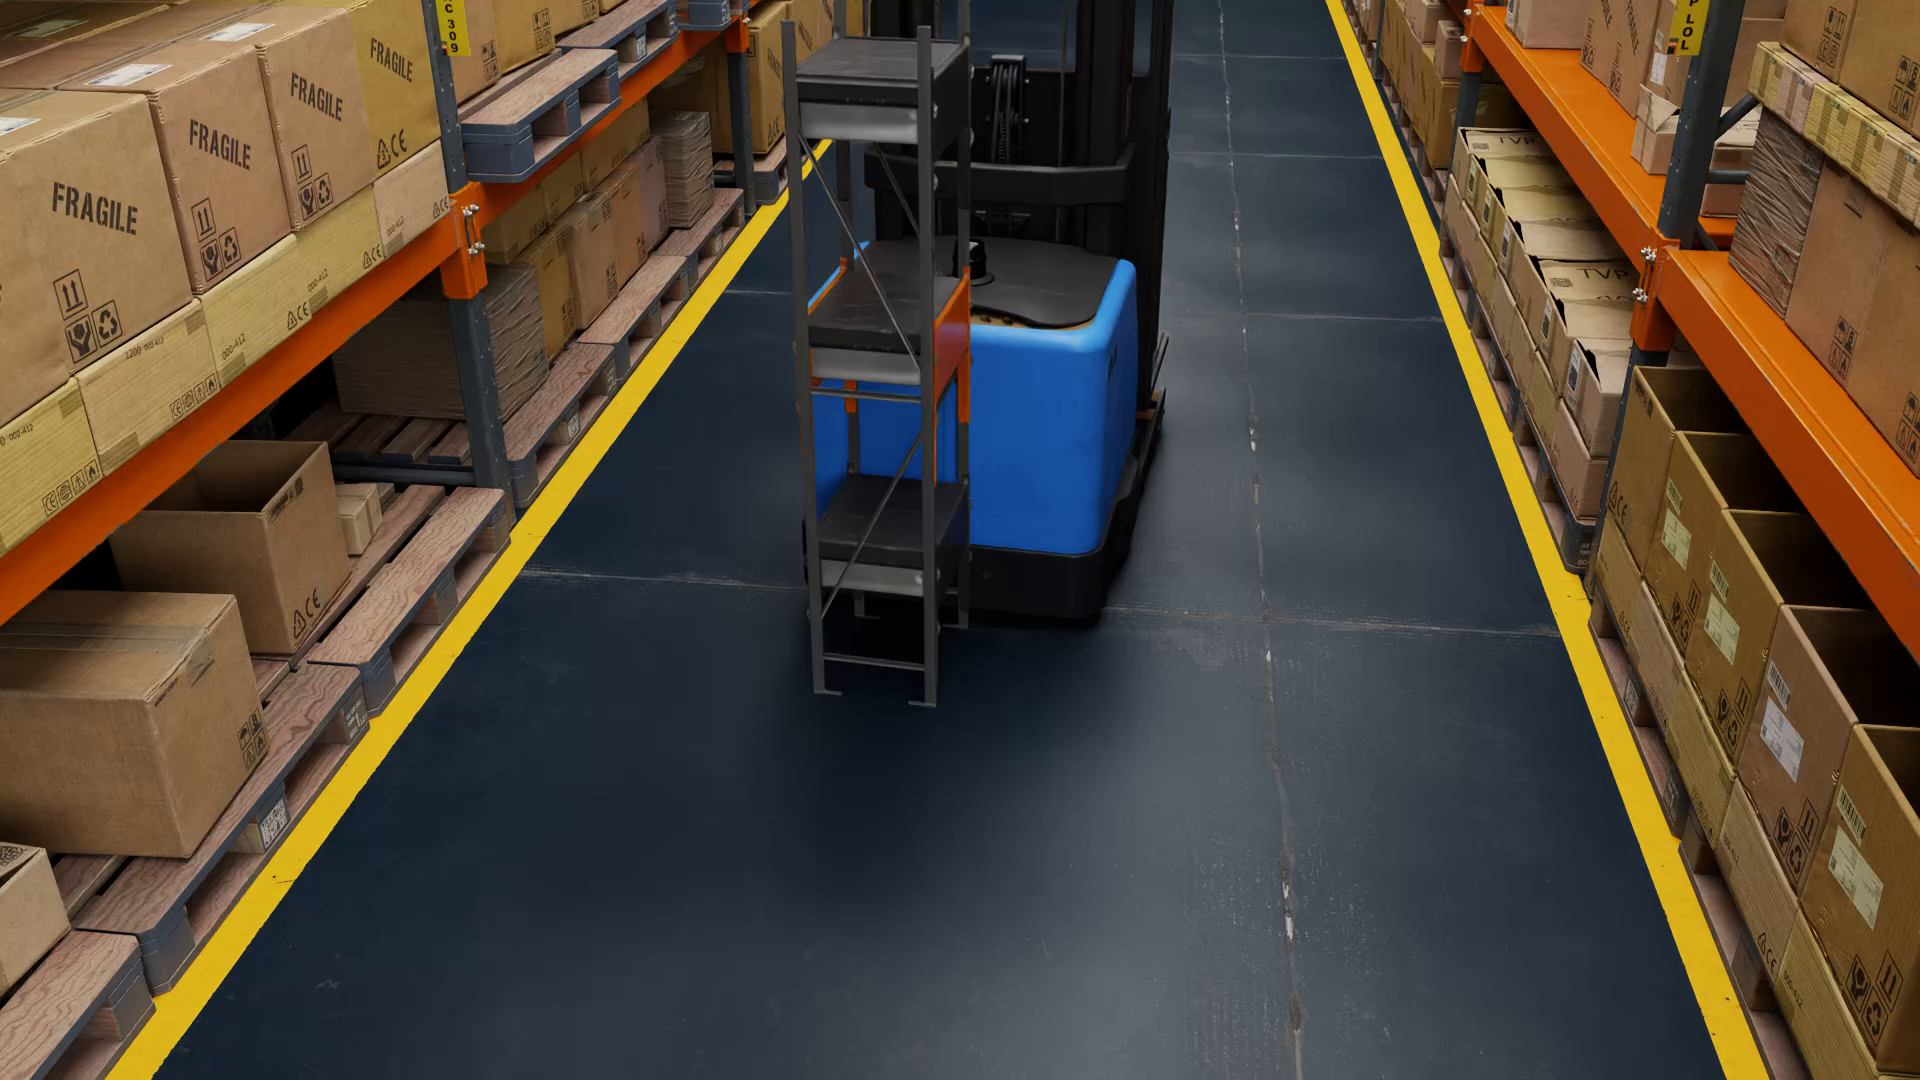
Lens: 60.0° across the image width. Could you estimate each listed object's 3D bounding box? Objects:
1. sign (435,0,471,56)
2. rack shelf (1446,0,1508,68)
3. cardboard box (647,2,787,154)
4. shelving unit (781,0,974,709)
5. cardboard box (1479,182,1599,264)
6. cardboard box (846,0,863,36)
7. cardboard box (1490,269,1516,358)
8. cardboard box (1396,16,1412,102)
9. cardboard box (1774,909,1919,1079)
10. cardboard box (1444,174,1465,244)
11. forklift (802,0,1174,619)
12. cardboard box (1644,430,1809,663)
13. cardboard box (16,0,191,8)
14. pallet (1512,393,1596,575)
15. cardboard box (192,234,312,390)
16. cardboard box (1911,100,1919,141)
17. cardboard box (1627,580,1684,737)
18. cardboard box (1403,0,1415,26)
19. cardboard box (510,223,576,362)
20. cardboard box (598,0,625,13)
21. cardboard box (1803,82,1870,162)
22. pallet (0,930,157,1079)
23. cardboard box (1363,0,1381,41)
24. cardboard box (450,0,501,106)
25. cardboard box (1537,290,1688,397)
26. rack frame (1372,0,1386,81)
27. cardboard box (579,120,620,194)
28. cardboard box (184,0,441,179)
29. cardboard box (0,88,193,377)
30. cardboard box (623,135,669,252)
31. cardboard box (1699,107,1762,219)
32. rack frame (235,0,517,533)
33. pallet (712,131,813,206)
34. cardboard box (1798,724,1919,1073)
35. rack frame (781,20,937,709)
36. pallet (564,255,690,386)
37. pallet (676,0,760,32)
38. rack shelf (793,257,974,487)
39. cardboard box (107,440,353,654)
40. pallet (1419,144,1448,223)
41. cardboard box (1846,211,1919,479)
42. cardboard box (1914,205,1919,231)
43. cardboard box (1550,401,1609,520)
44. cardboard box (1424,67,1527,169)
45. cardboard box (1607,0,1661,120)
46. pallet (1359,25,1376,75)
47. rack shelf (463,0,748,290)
[{"bbox_3d":[-1.662,-1.740,5.404,0.100,0.325,0.005,3,28,6],"label":"sign"},{"bbox_3d":[3.451,-3.608,10.543,1.077,0.370,4.000,3,28,6],"label":"rack shelf"},{"bbox_3d":[-1.491,-2.846,10.194,0.750,0.750,0.750,3,28,6],"label":"cardboard box"},{"bbox_3d":[-0.219,-0.526,5.013,0.431,2.100,0.503,6,29,11],"label":"shelving unit"},{"bbox_3d":[2.729,-1.487,7.713,0.500,0.311,0.500,3,28,5],"label":"cardboard box"},{"bbox_3d":[-1.171,-4.077,12.479,0.750,0.750,0.750,4,29,7],"label":"cardboard box"},{"bbox_3d":[2.669,-1.005,7.409,0.500,0.250,0.500,4,29,7],"label":"cardboard box"},{"bbox_3d":[3.272,-3.259,11.309,0.500,0.500,0.500,4,29,7],"label":"cardboard box"},{"bbox_3d":[2.107,1.067,3.563,0.500,0.250,0.500,3,28,6],"label":"cardboard box"},{"bbox_3d":[2.850,-1.728,8.751,0.500,0.250,0.500,3,28,6],"label":"cardboard box"},{"bbox_3d":[0.269,-1.706,6.326,1.130,2.935,3.031,6,29,11],"label":"forklift"},{"bbox_3d":[2.295,0.031,4.695,0.500,0.500,0.500,3,28,6],"label":"cardboard box"},{"bbox_3d":[-2.466,-1.450,5.126,0.500,0.500,0.500,3,28,5],"label":"cardboard box"},{"bbox_3d":[2.767,-0.222,6.439,1.003,0.211,1.213,3,28,6],"label":"pallet"},{"bbox_3d":[-2.074,-0.617,4.370,0.500,0.250,0.500,3,28,6],"label":"cardboard box"},{"bbox_3d":[2.545,-1.033,3.531,0.700,0.500,0.500,3,28,6],"label":"cardboard box"},{"bbox_3d":[2.292,0.361,4.874,0.500,0.250,0.500,3,28,6],"label":"cardboard box"},{"bbox_3d":[3.272,-3.605,11.160,0.500,0.250,0.500,3,29,6],"label":"cardboard box"},{"bbox_3d":[-2.114,-1.073,7.251,0.700,0.500,0.500,3,28,5],"label":"cardboard box"},{"bbox_3d":[-1.889,-2.697,7.525,0.700,0.500,0.500,3,28,6],"label":"cardboard box"},{"bbox_3d":[2.430,-1.075,4.293,0.380,0.149,0.250,3,28,5],"label":"cardboard box"},{"bbox_3d":[-2.547,1.308,3.600,1.003,0.211,1.213,3,28,6],"label":"pallet"},{"bbox_3d":[3.484,-4.244,13.137,0.500,0.500,0.500,3,28,6],"label":"cardboard box"},{"bbox_3d":[-2.105,-1.862,5.974,0.700,0.500,0.500,3,29,6],"label":"cardboard box"},{"bbox_3d":[2.538,-0.774,6.389,0.500,0.311,0.500,4,29,8],"label":"cardboard box"},{"bbox_3d":[3.696,-4.866,12.120,1.000,3.000,0.127,3,28,6],"label":"rack frame"},{"bbox_3d":[-1.938,-1.844,7.891,0.500,0.250,0.500,3,28,6],"label":"cardboard box"},{"bbox_3d":[-1.952,-1.419,5.067,0.500,0.500,0.500,3,28,6],"label":"cardboard box"},{"bbox_3d":[-2.143,-0.702,3.737,0.500,0.500,0.500,4,29,8],"label":"cardboard box"},{"bbox_3d":[-1.926,-1.785,8.572,0.700,0.500,0.500,3,28,6],"label":"cardboard box"},{"bbox_3d":[2.733,-1.269,5.600,0.500,0.250,0.500,5,29,9],"label":"cardboard box"},{"bbox_3d":[-2.201,-1.386,5.661,1.000,3.000,0.127,3,28,6],"label":"rack frame"},{"bbox_3d":[-1.540,-2.408,10.498,1.003,0.211,1.213,3,28,6],"label":"pallet"},{"bbox_3d":[2.104,0.737,3.386,0.500,0.500,0.500,3,28,6],"label":"cardboard box"},{"bbox_3d":[-0.271,-0.413,4.803,0.400,2.100,0.015,6,29,11],"label":"rack frame"},{"bbox_3d":[-1.960,-1.101,8.072,1.003,0.211,1.213,3,28,6],"label":"pallet"},{"bbox_3d":[-1.693,-2.843,8.567,1.213,0.211,1.003,3,28,6],"label":"pallet"},{"bbox_3d":[-0.219,-0.514,5.019,0.431,0.518,0.480,6,29,11],"label":"rack shelf"},{"bbox_3d":[-2.289,0.011,5.238,0.500,0.500,0.500,1,28,2],"label":"cardboard box"},{"bbox_3d":[3.335,-2.105,9.934,1.003,0.211,1.213,3,28,6],"label":"pallet"},{"bbox_3d":[2.544,-0.451,3.818,0.700,0.500,0.500,4,29,7],"label":"cardboard box"},{"bbox_3d":[2.337,-0.708,3.612,0.380,0.149,0.250,3,28,5],"label":"cardboard box"},{"bbox_3d":[2.479,-0.287,6.076,0.500,0.250,0.500,3,28,6],"label":"cardboard box"},{"bbox_3d":[3.087,-2.530,9.956,0.500,0.500,0.500,4,29,8],"label":"cardboard box"},{"bbox_3d":[2.952,-1.989,6.673,0.500,0.500,0.500,3,28,6],"label":"cardboard box"},{"bbox_3d":[3.781,-3.962,13.381,1.003,0.211,1.213,3,28,6],"label":"pallet"},{"bbox_3d":[-1.956,-2.011,7.579,1.077,0.370,4.000,3,28,6],"label":"rack shelf"}]
